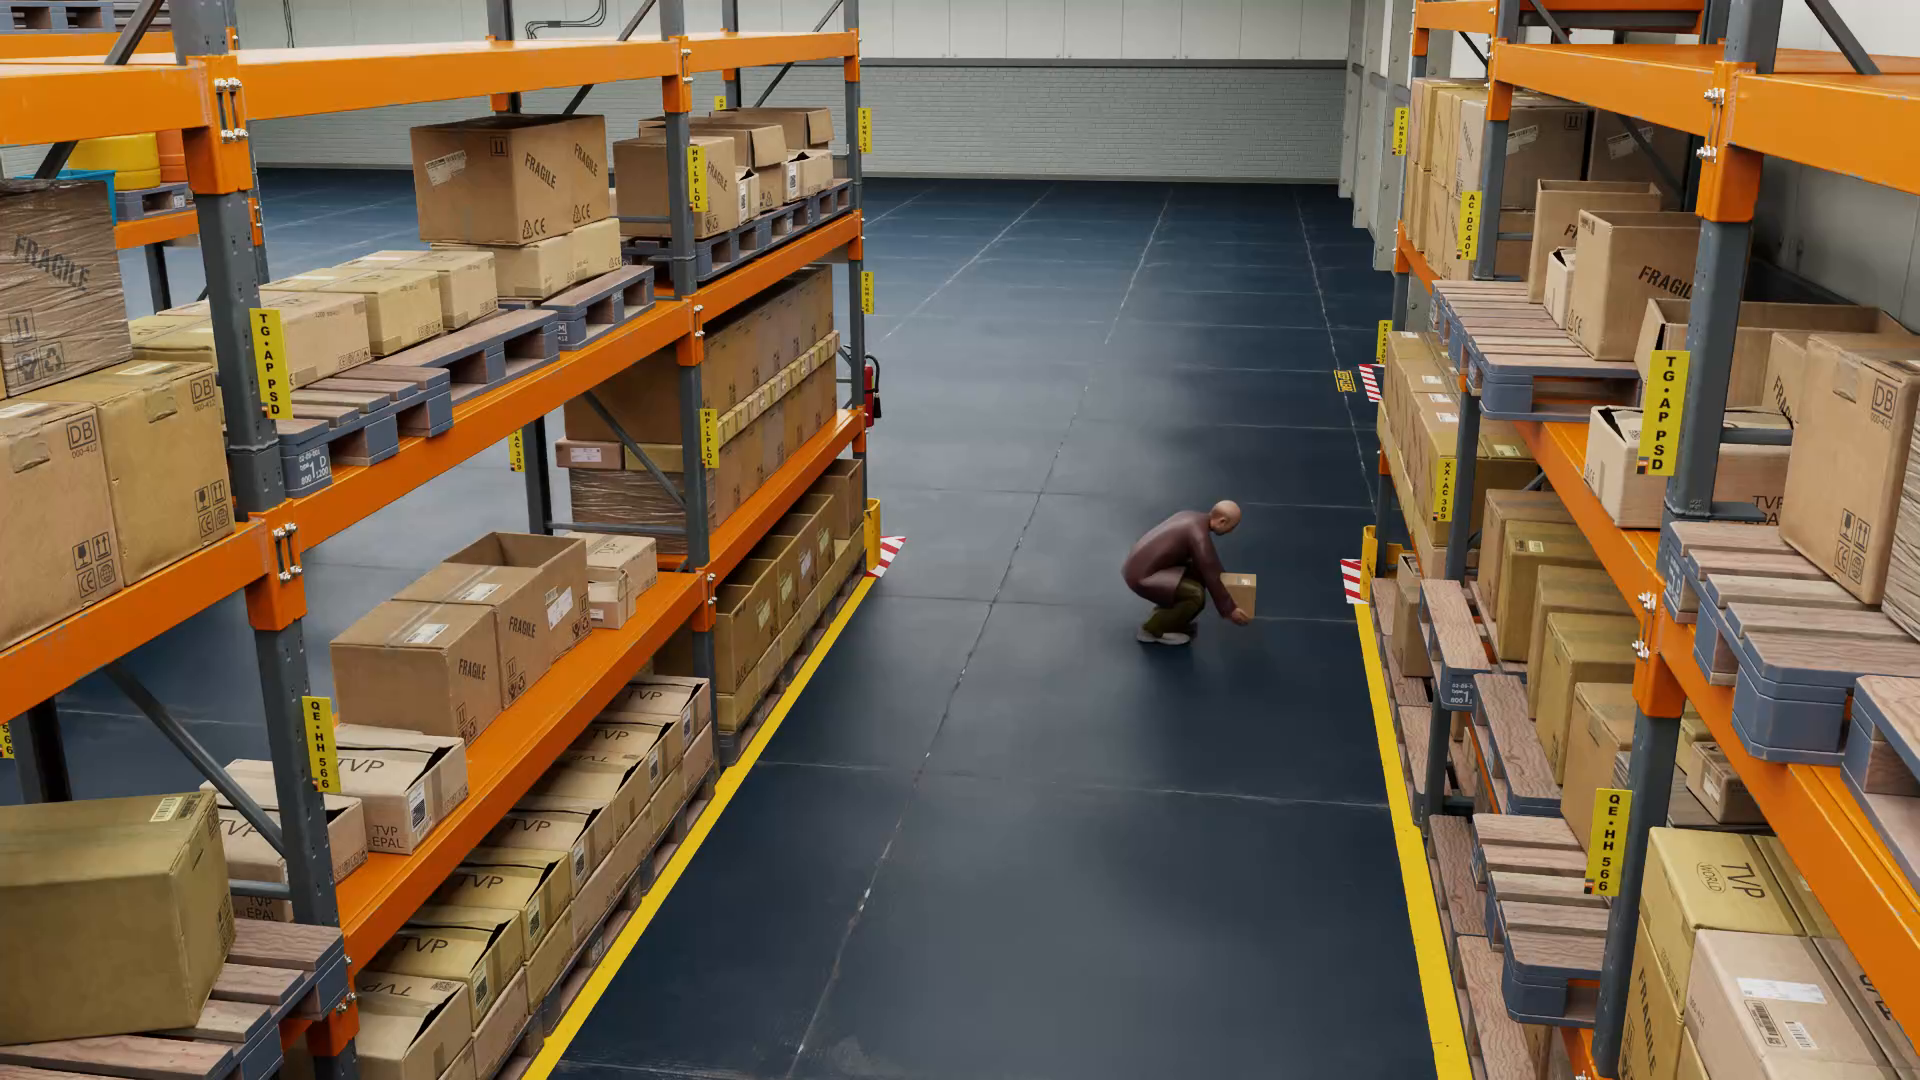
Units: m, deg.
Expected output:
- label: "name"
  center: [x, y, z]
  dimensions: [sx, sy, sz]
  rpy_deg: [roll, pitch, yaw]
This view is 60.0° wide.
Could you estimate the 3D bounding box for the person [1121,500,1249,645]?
- label: "person"
  center: [1.591, 0.207, 11.709]
  dimensions: [0.907, 1.004, 0.613]
  rpy_deg: [3, 18, 9]
